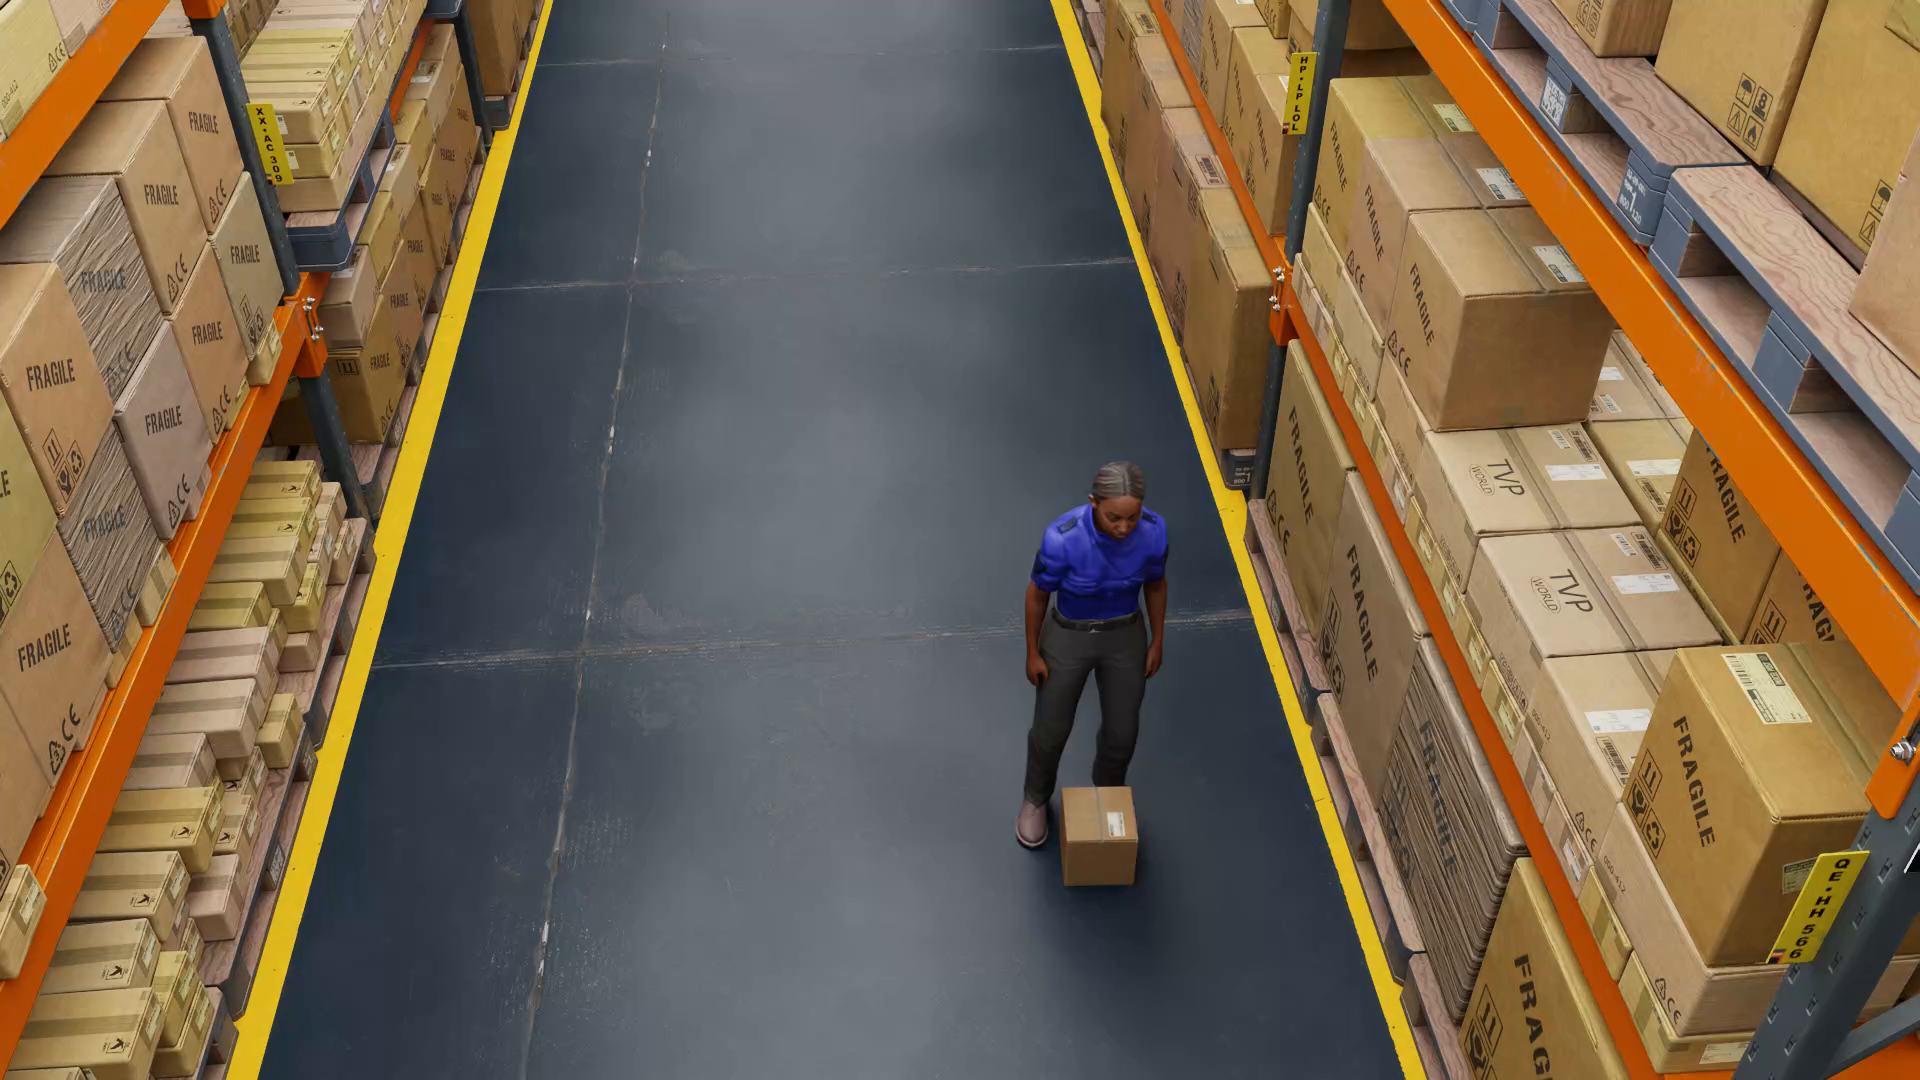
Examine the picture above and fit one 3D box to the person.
[{"bbox_3d":[0.452,0.372,5.707,0.521,1.653,0.349,-5,40,-6],"label":"person"}]
